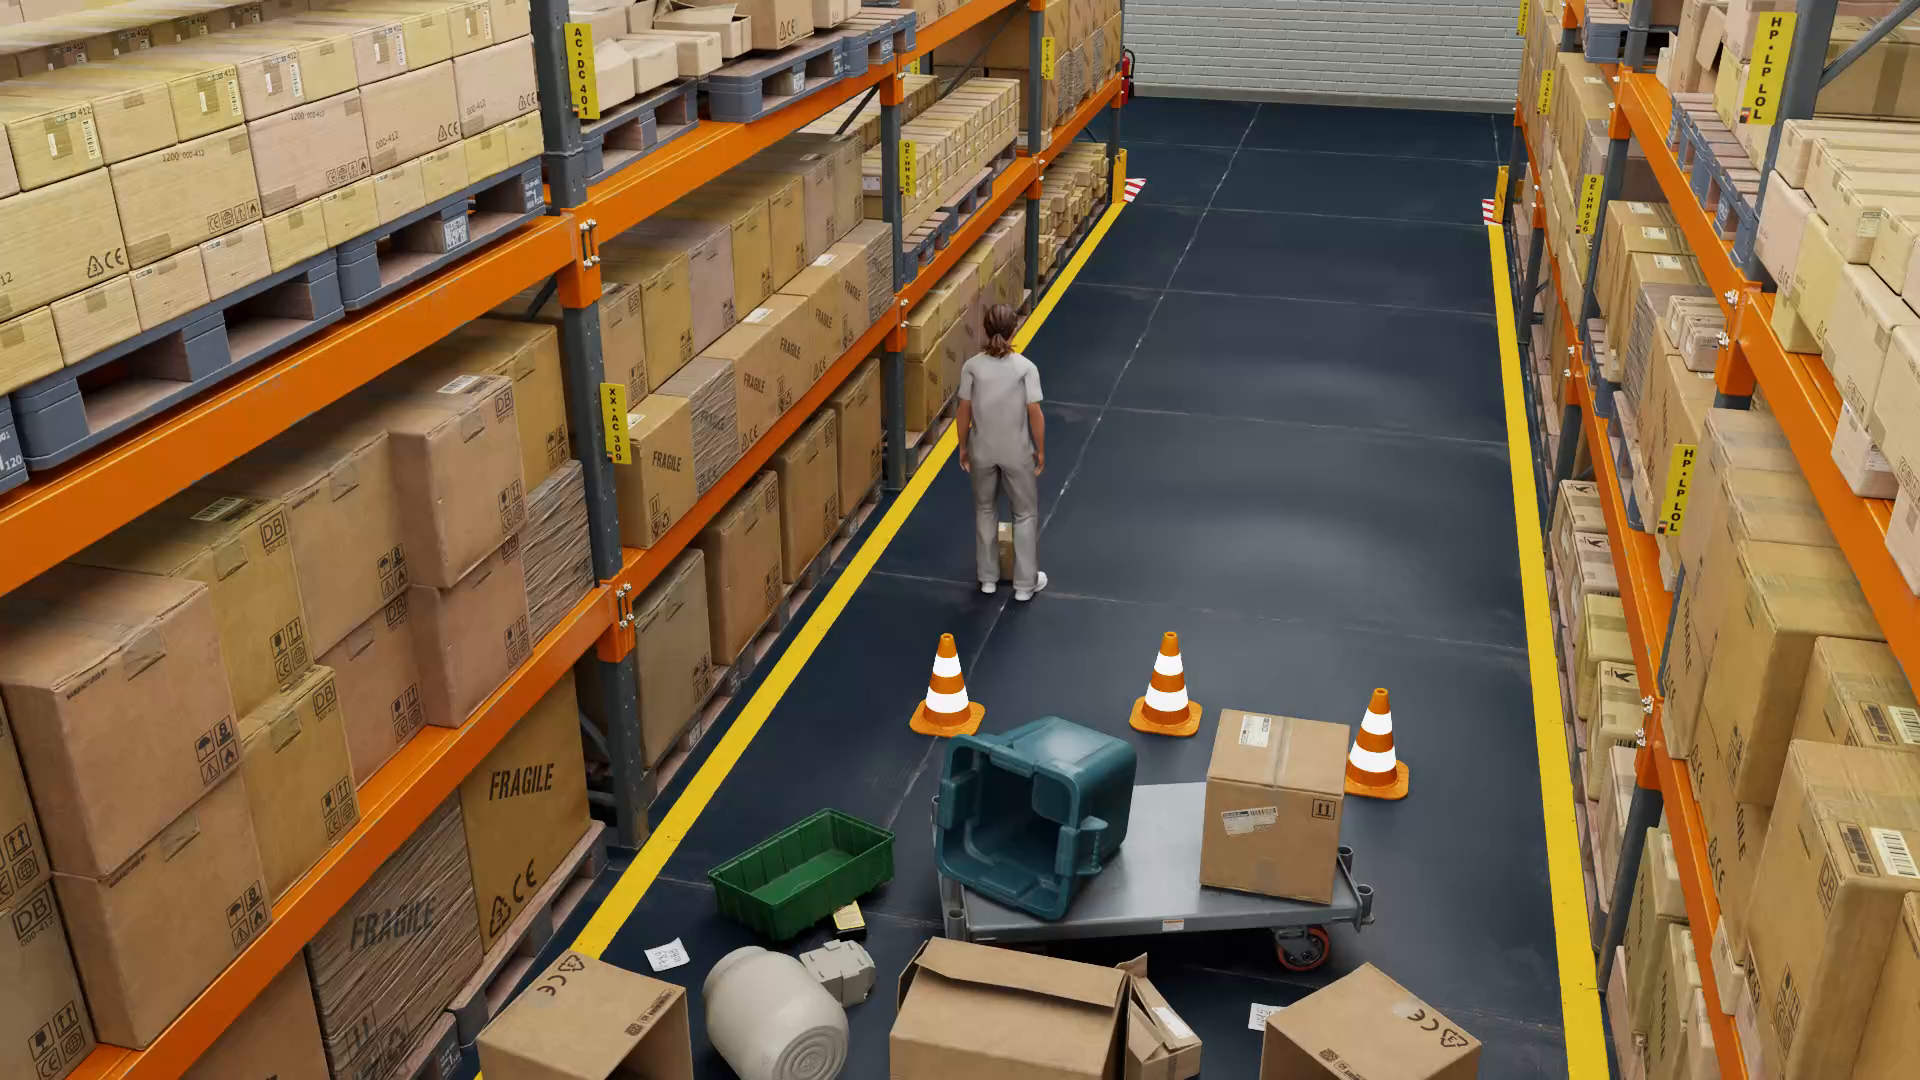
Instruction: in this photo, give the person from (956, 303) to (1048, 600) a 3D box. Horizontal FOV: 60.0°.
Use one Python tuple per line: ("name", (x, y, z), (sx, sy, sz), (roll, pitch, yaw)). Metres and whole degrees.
("person", (0.237, -0.482, 9.127), (0.499, 1.671, 0.416), (5, 26, 10))
